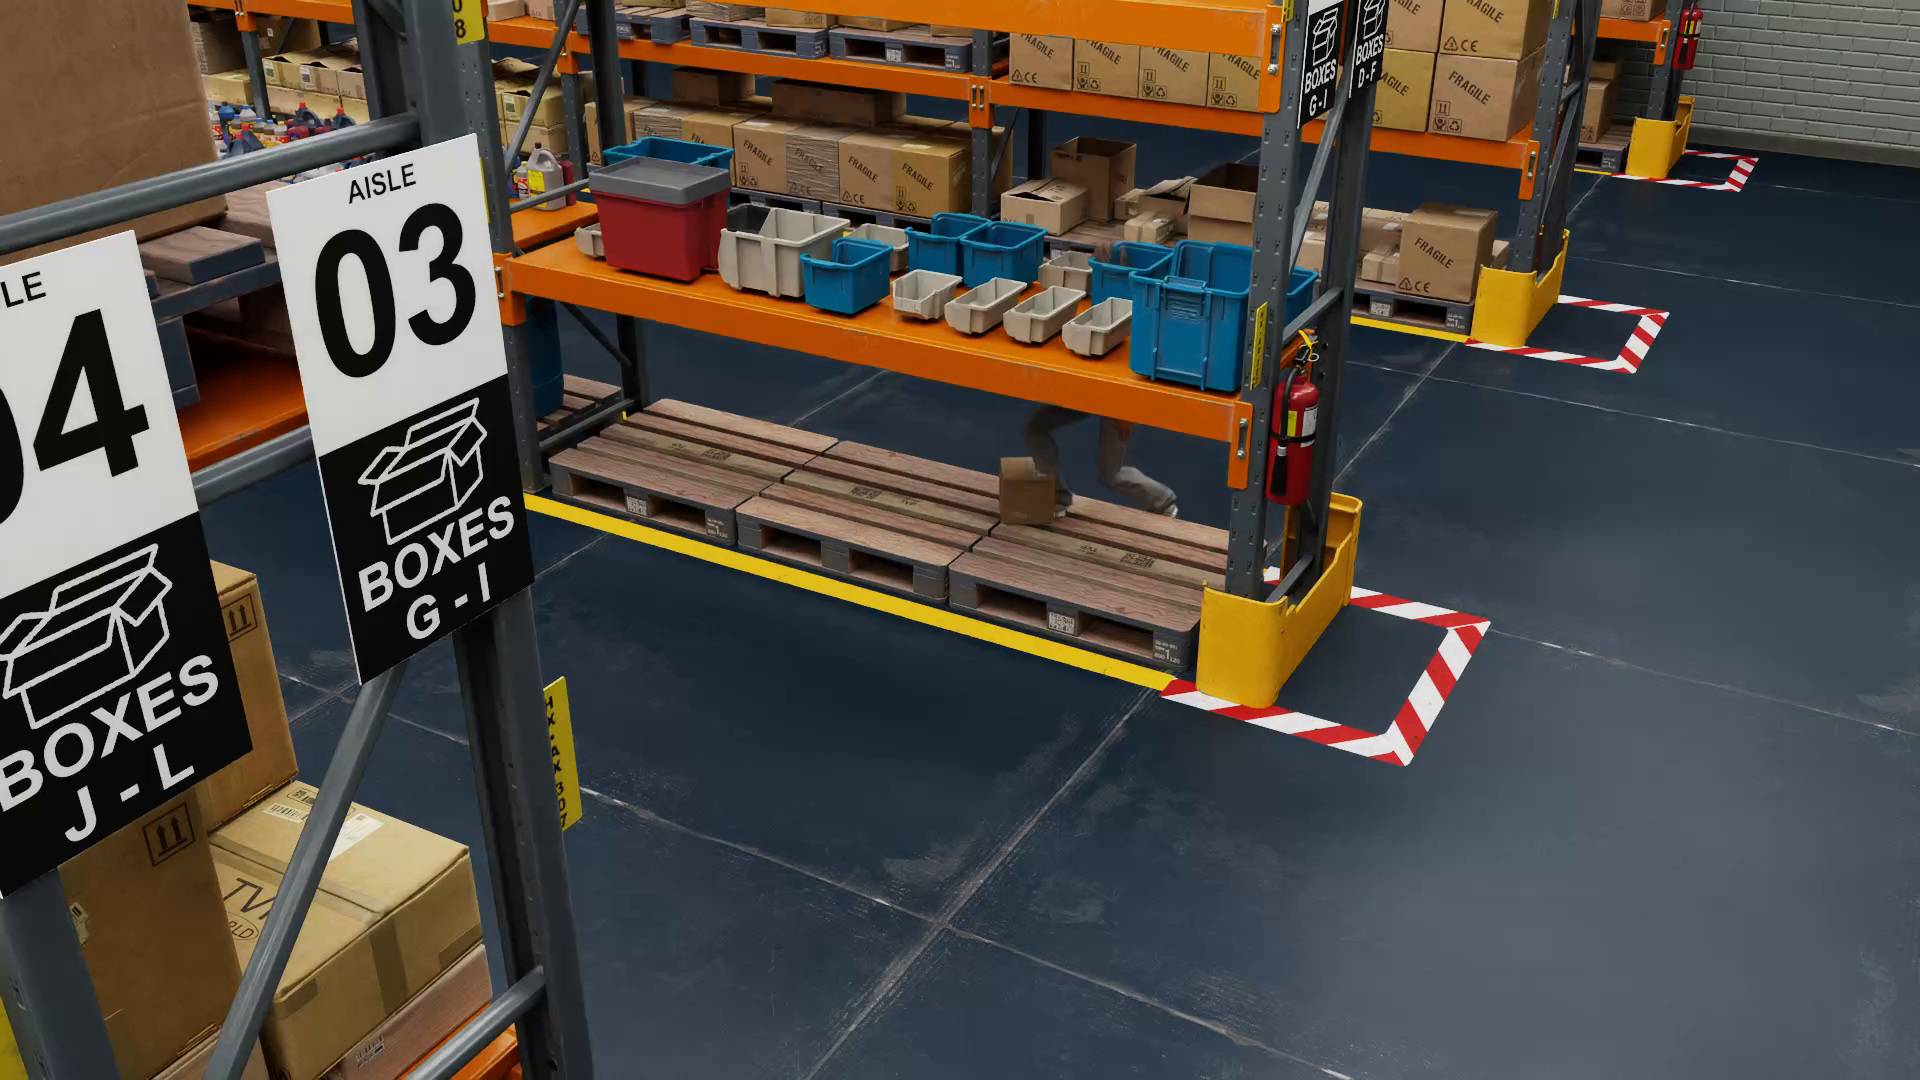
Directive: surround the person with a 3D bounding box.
[{"bbox_3d":[0.667,-0.693,7.937,0.838,1.474,0.442,-14,30,-25],"label":"person"}]
